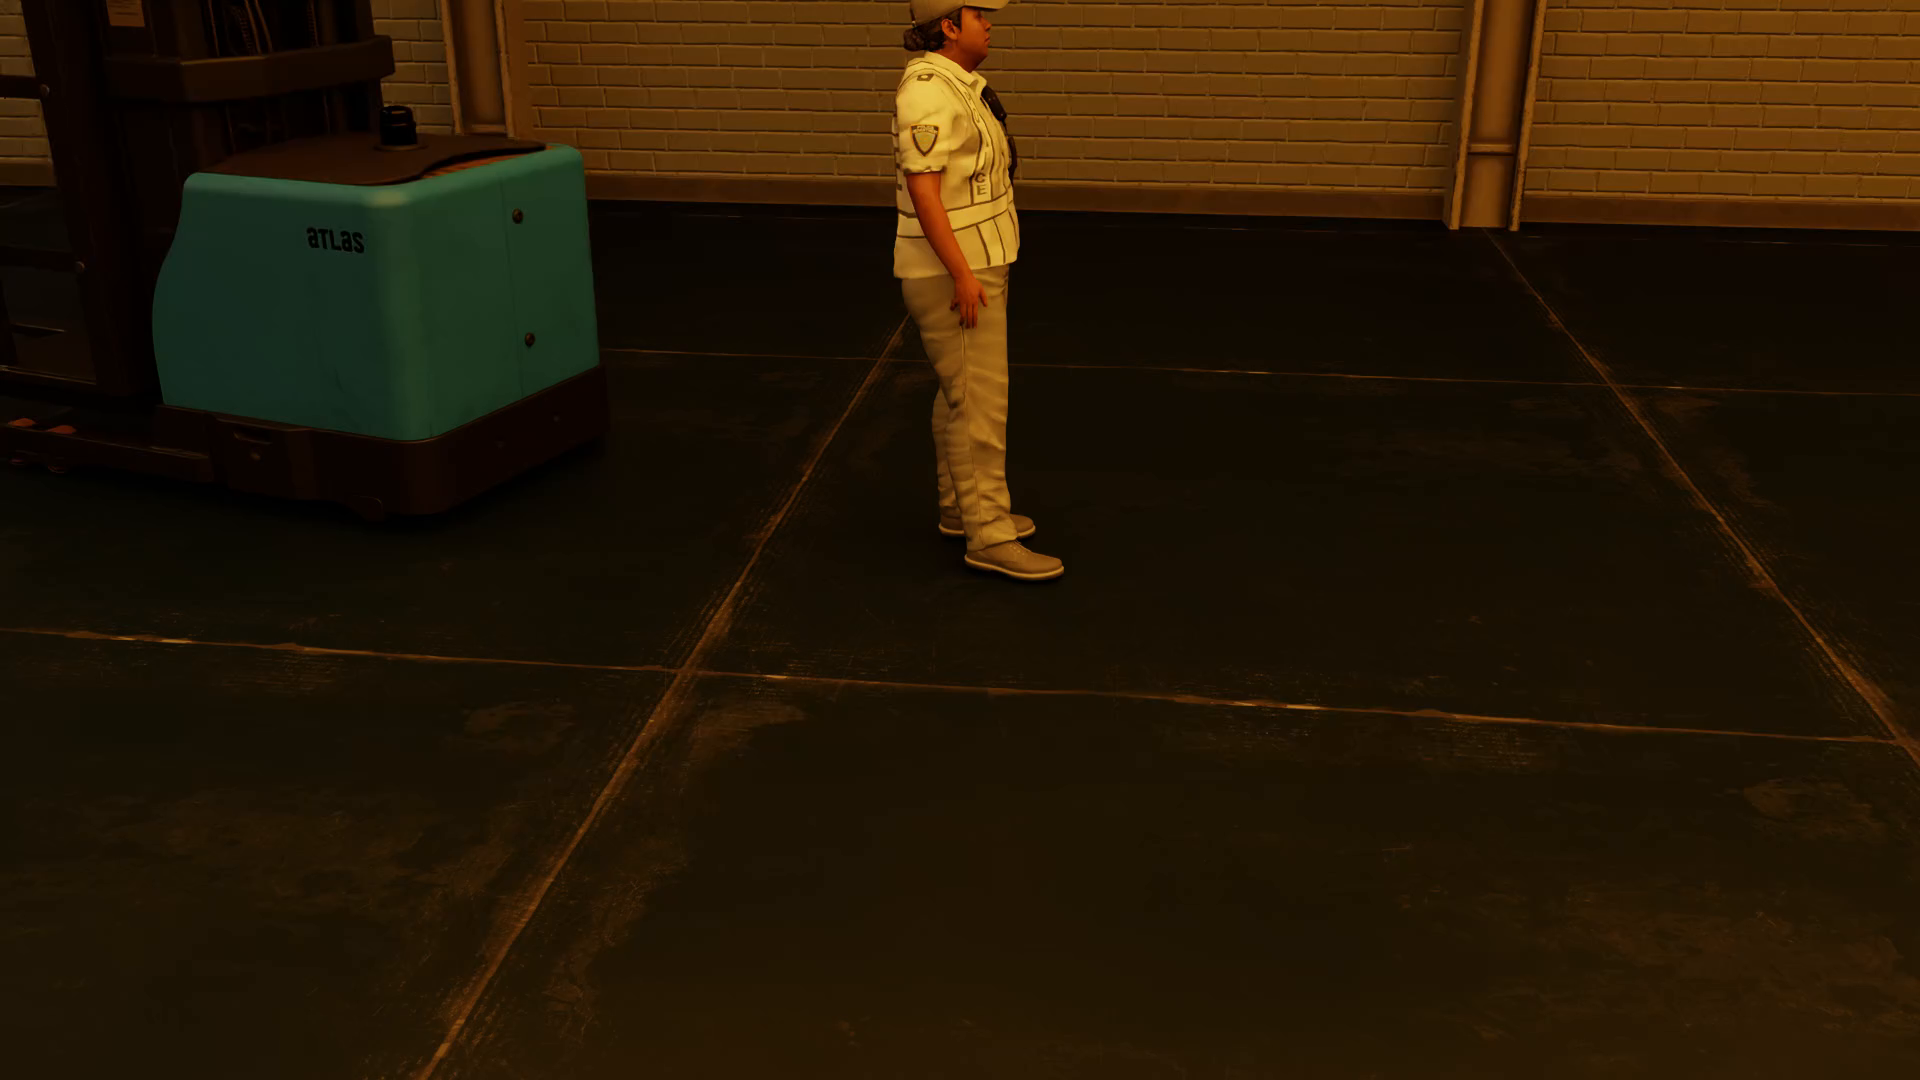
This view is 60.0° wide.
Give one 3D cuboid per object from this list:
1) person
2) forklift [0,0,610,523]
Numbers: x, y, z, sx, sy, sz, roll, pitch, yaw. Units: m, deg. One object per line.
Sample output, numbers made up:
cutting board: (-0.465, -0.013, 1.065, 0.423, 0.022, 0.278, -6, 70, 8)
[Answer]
person: (0.073, -0.769, 4.833, 0.529, 1.670, 0.598, 3, 22, 7)
forklift: (-2.826, -1.758, 5.620, 3.031, 2.935, 1.130, 9, 24, 21)
